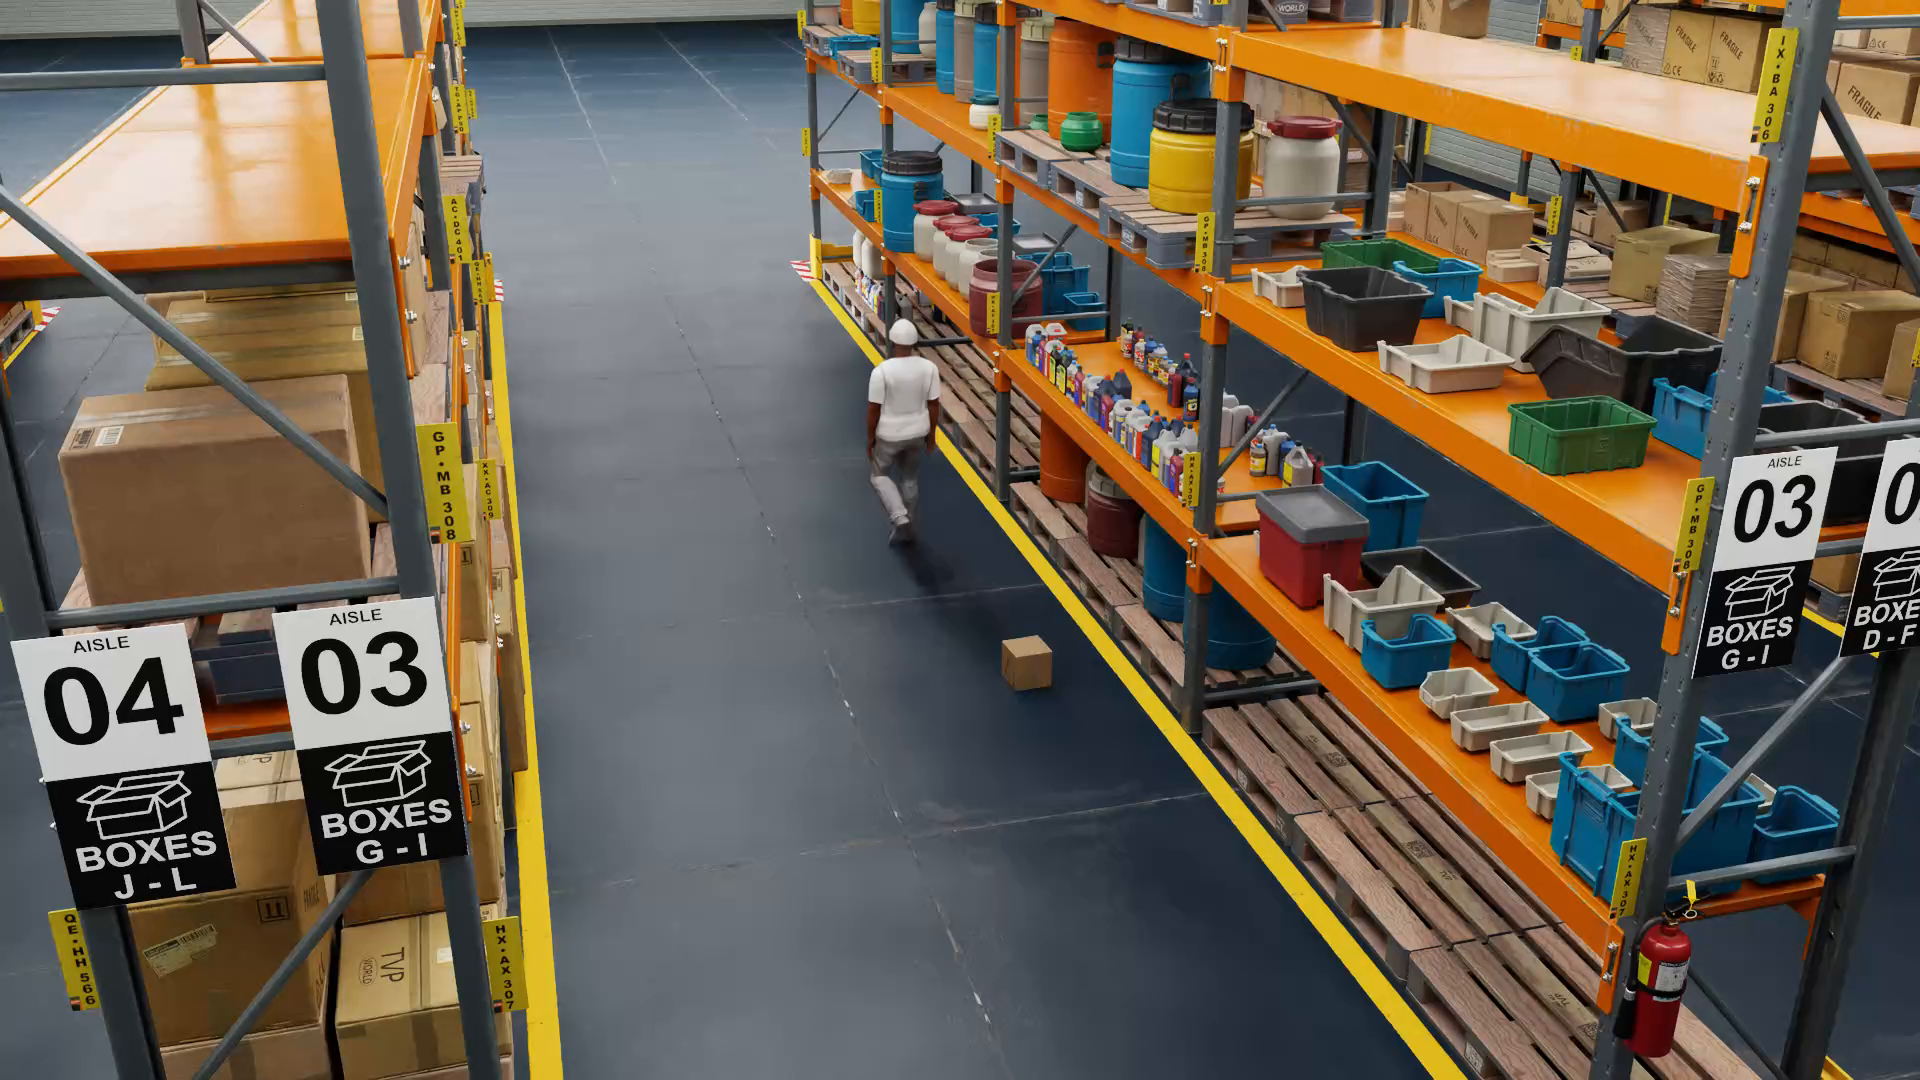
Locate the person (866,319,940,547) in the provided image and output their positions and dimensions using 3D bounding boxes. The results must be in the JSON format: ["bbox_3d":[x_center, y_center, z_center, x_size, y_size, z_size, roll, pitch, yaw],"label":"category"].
[{"bbox_3d":[-0.428,-0.793,12.454,0.571,1.755,0.602,-9,25,-21],"label":"person"}]
